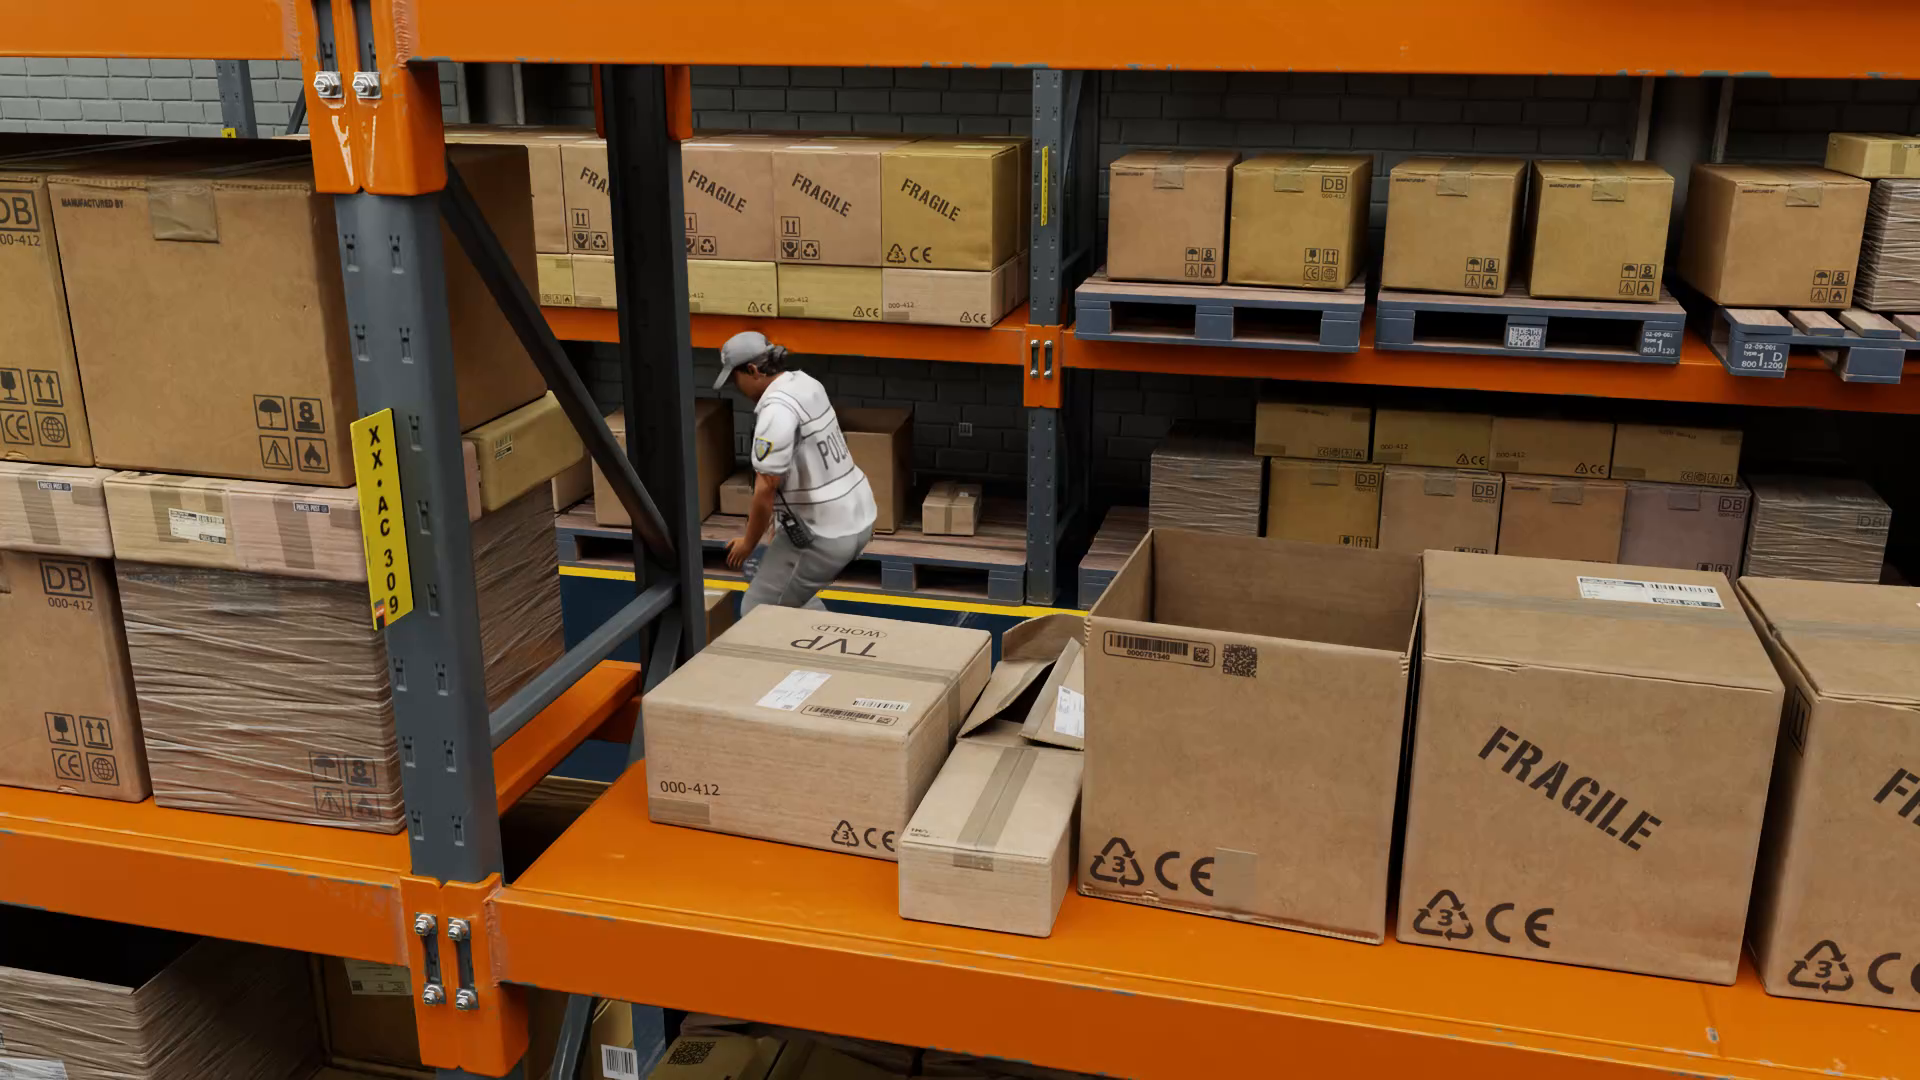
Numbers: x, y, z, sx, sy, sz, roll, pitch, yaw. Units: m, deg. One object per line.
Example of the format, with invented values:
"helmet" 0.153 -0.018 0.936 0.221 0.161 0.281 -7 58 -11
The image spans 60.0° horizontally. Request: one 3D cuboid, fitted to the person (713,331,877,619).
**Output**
"person" -0.634 -0.031 6.365 0.591 1.541 0.519 5 19 14
